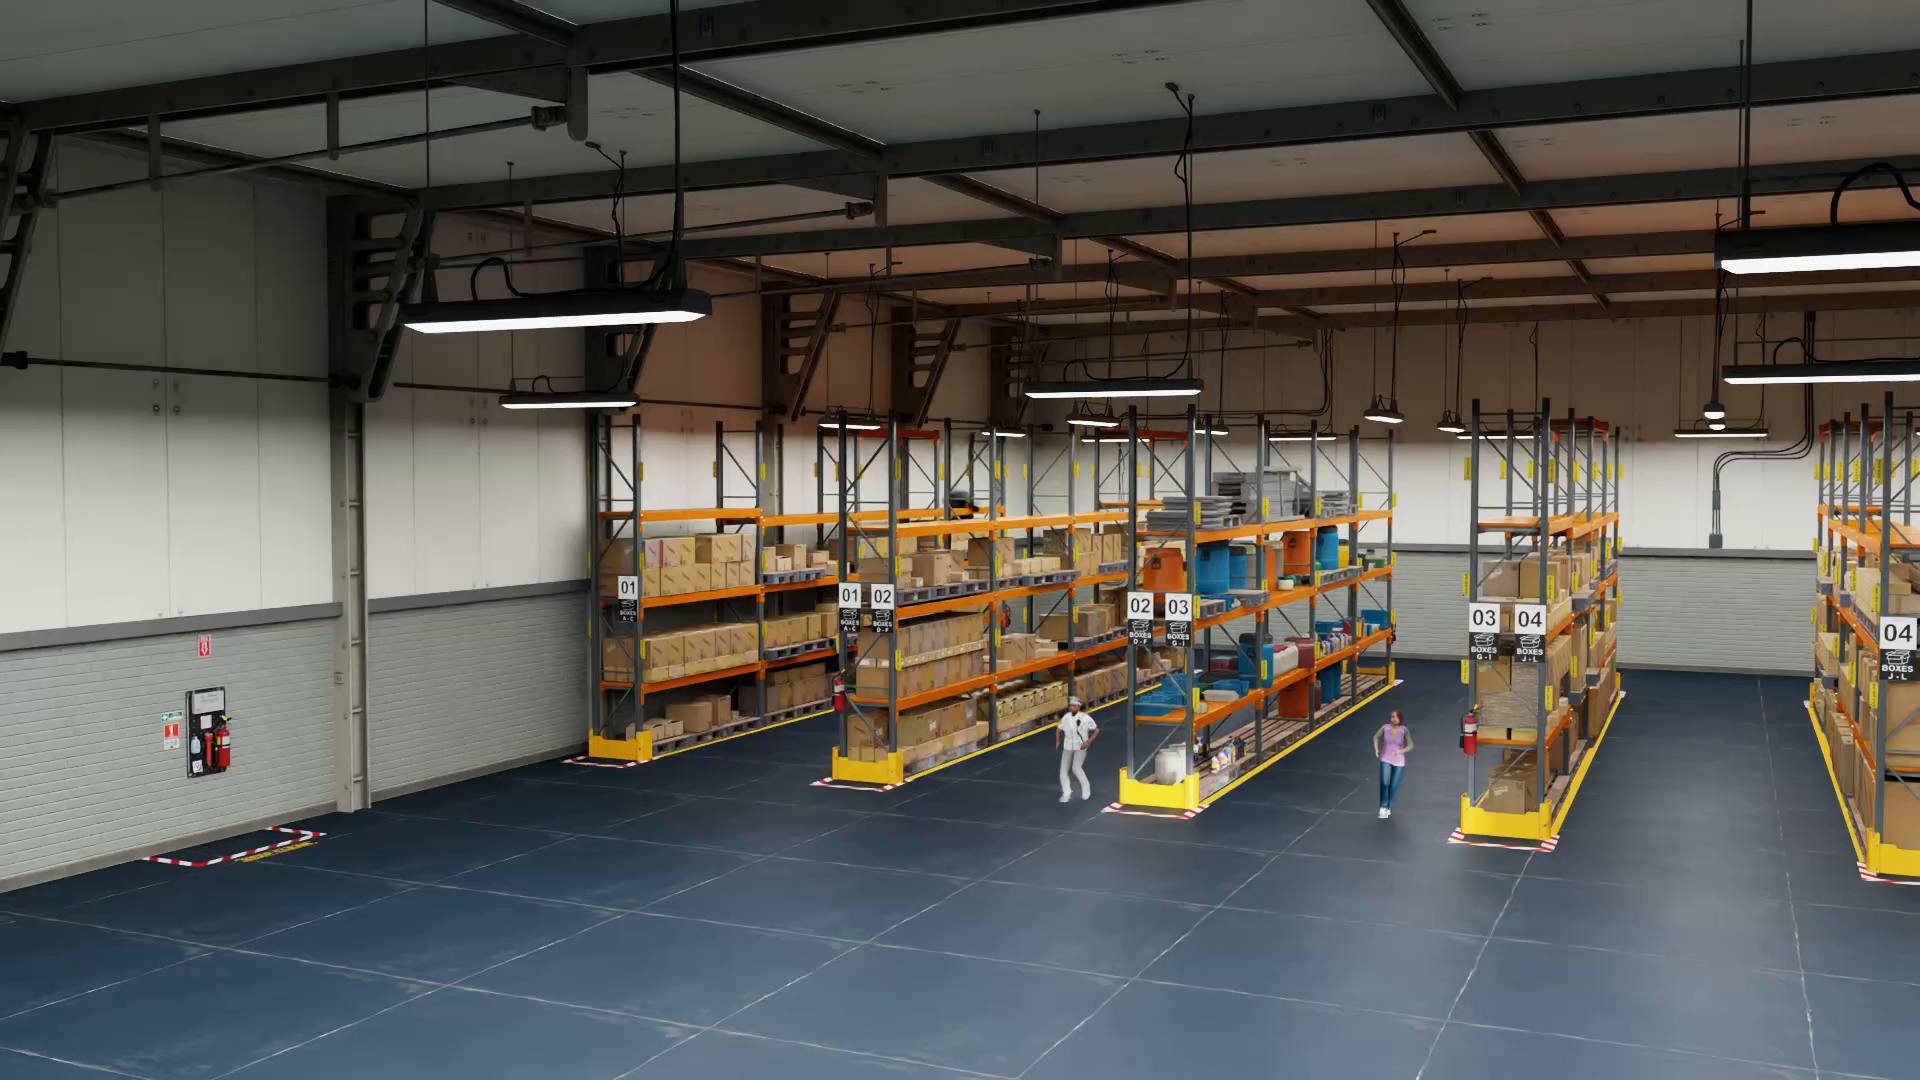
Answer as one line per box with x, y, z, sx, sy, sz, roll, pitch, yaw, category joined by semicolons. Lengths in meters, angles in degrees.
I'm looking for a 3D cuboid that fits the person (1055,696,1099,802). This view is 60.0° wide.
1.728;3.168;25.088;0.680;1.644;0.558;1;3;26;person

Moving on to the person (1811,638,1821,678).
19.084;2.599;36.505;0.801;1.844;0.648;0;2;-1;person

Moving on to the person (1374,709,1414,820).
6.227;3.227;23.893;0.564;1.598;0.575;1;2;16;person
